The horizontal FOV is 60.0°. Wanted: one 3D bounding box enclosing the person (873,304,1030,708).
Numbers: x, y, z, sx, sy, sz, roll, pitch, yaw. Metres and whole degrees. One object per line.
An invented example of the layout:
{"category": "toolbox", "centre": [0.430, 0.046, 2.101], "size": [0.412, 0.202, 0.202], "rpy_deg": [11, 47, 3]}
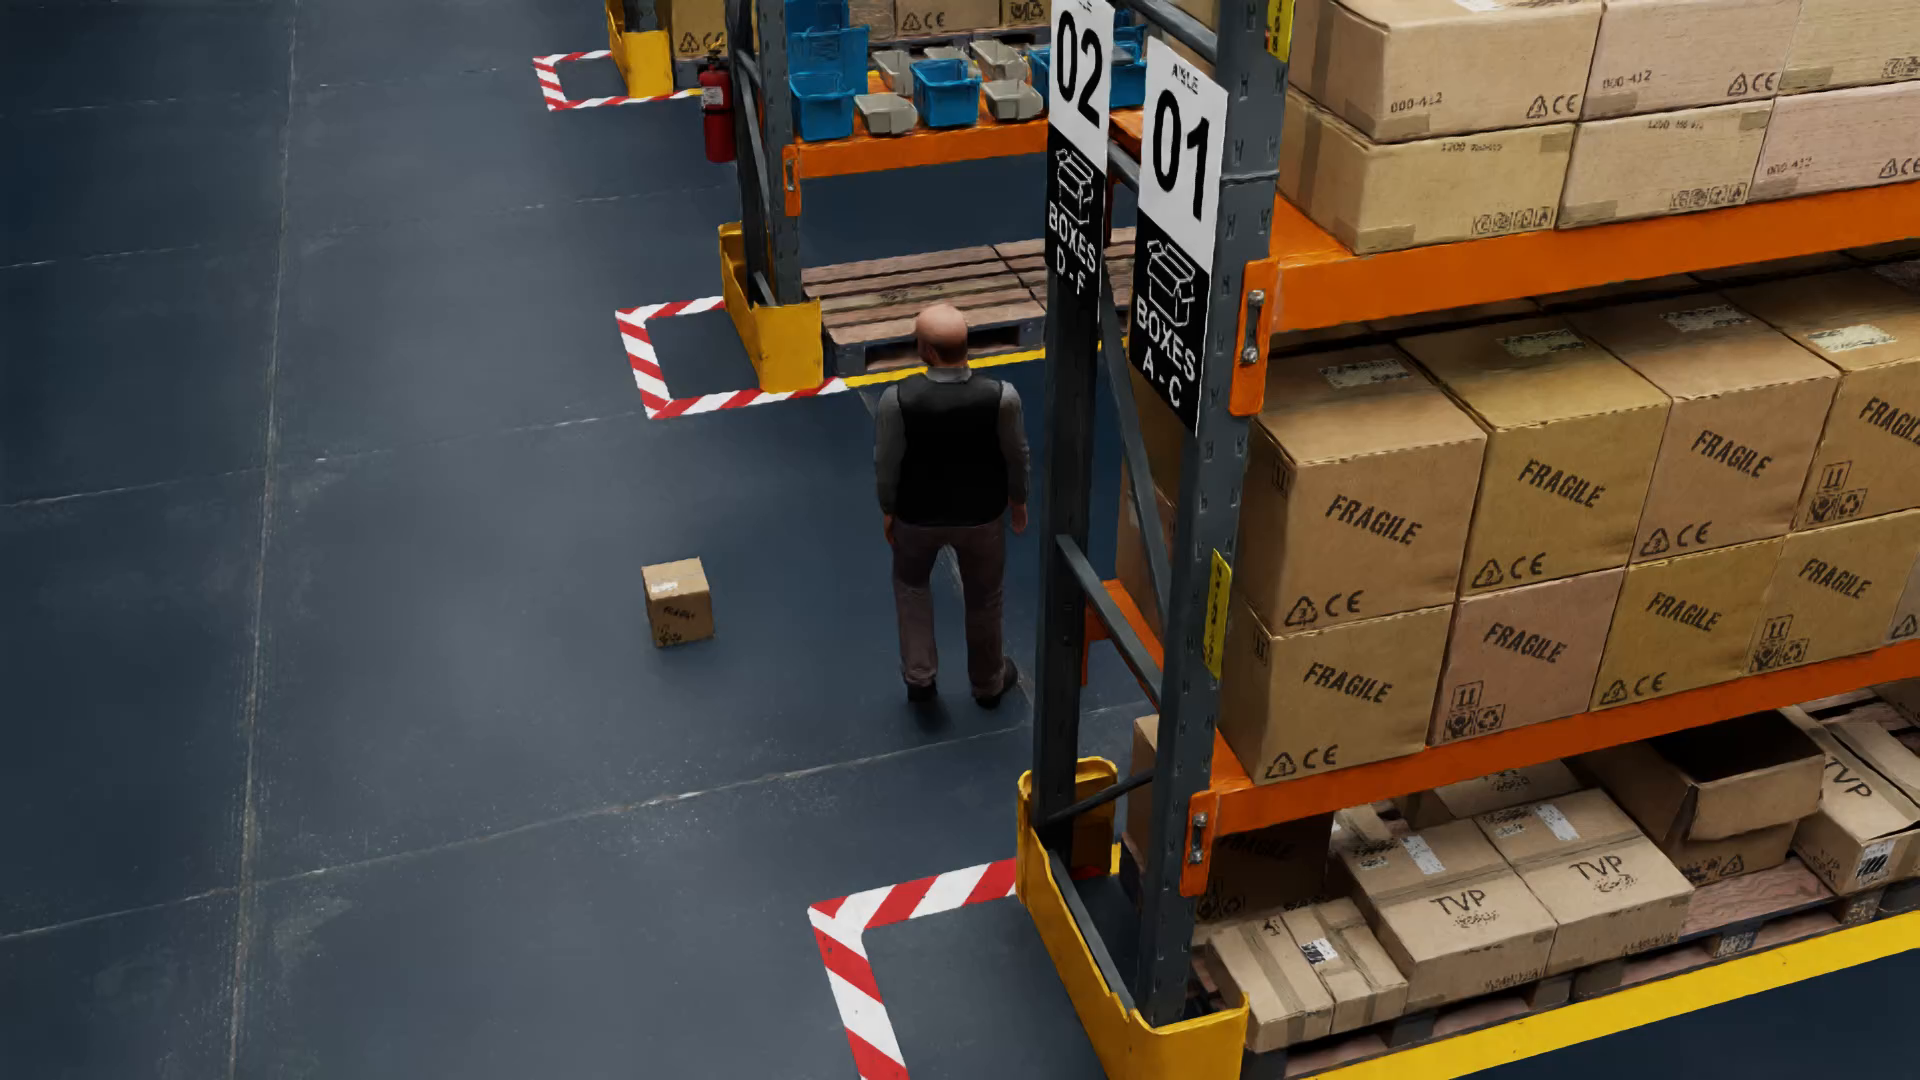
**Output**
{"category": "person", "centre": [-0.028, -0.083, 6.272], "size": [0.575, 1.732, 0.411], "rpy_deg": [1, 34, 2]}
